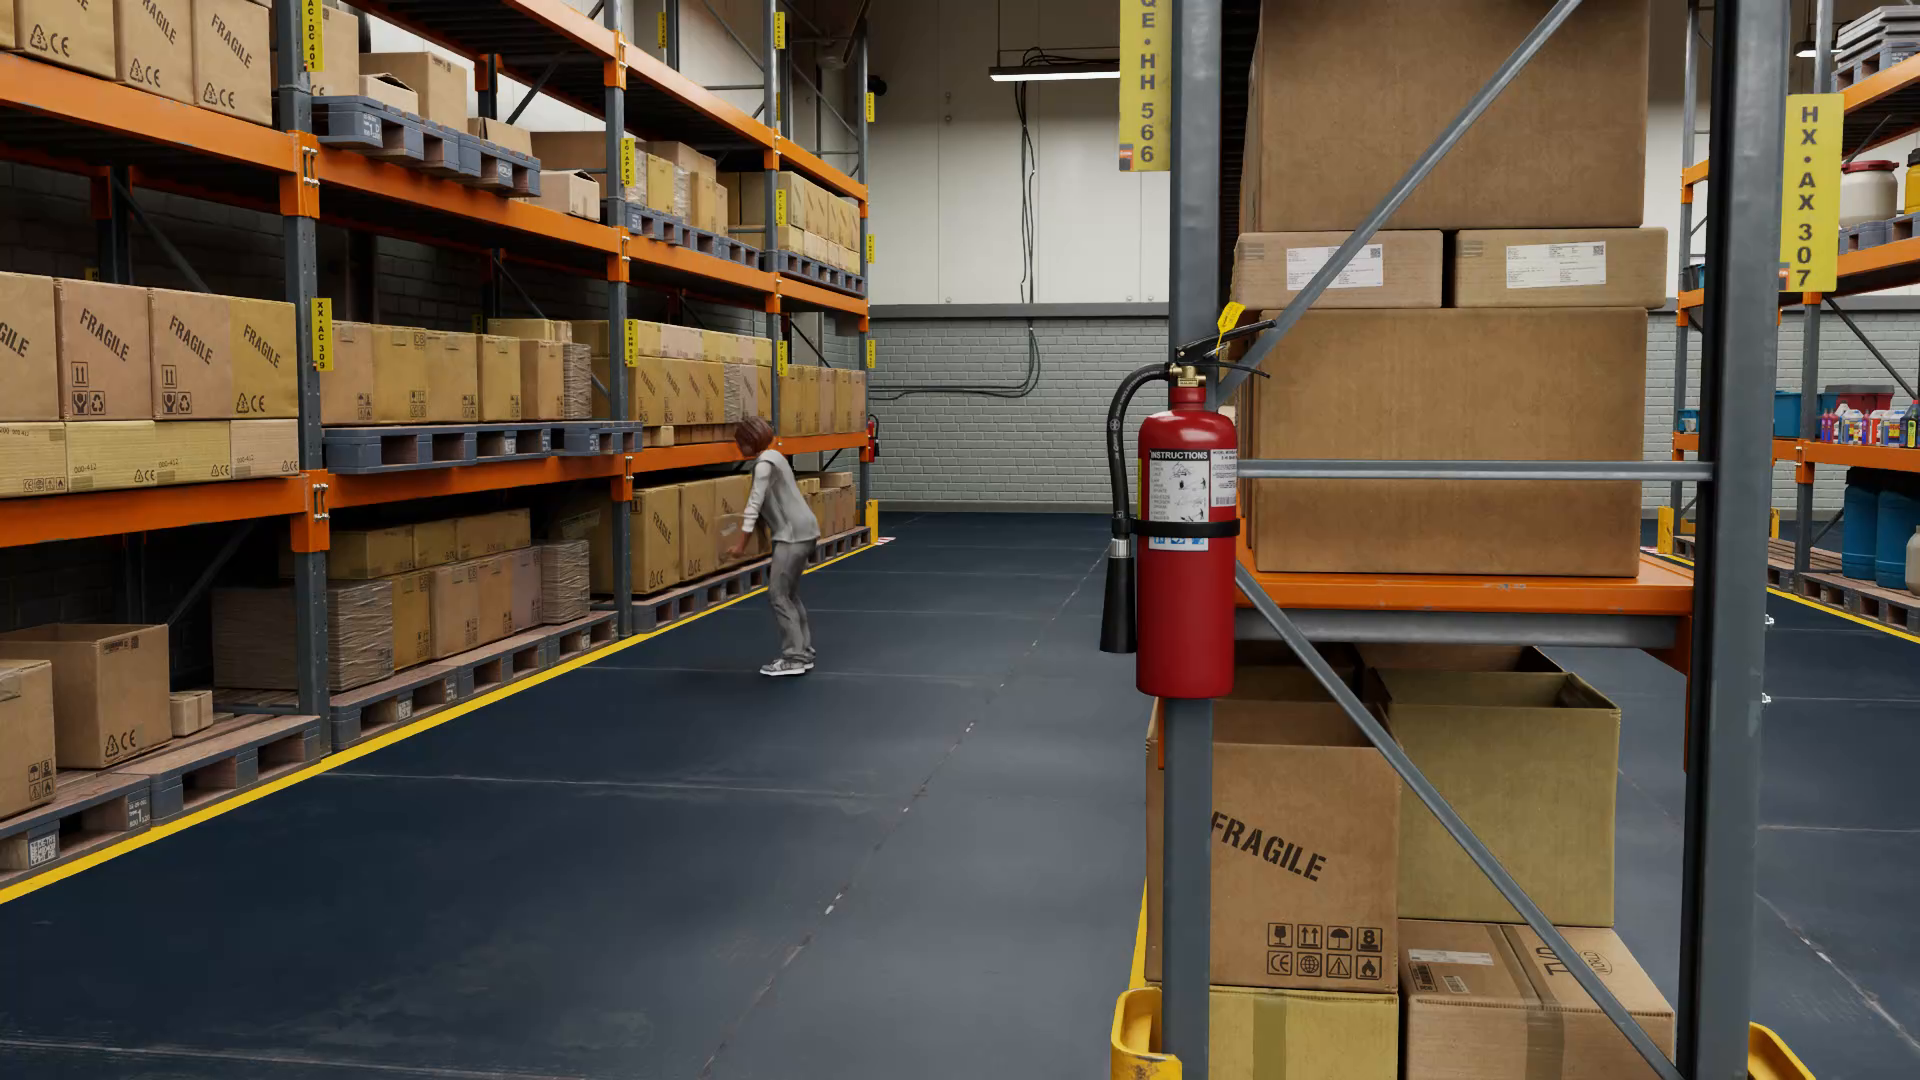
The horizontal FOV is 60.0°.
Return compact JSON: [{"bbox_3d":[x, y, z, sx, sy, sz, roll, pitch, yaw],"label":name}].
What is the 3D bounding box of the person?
[{"bbox_3d":[-1.115,0.040,10.026,0.547,1.541,0.374,1,5,8],"label":"person"}]
